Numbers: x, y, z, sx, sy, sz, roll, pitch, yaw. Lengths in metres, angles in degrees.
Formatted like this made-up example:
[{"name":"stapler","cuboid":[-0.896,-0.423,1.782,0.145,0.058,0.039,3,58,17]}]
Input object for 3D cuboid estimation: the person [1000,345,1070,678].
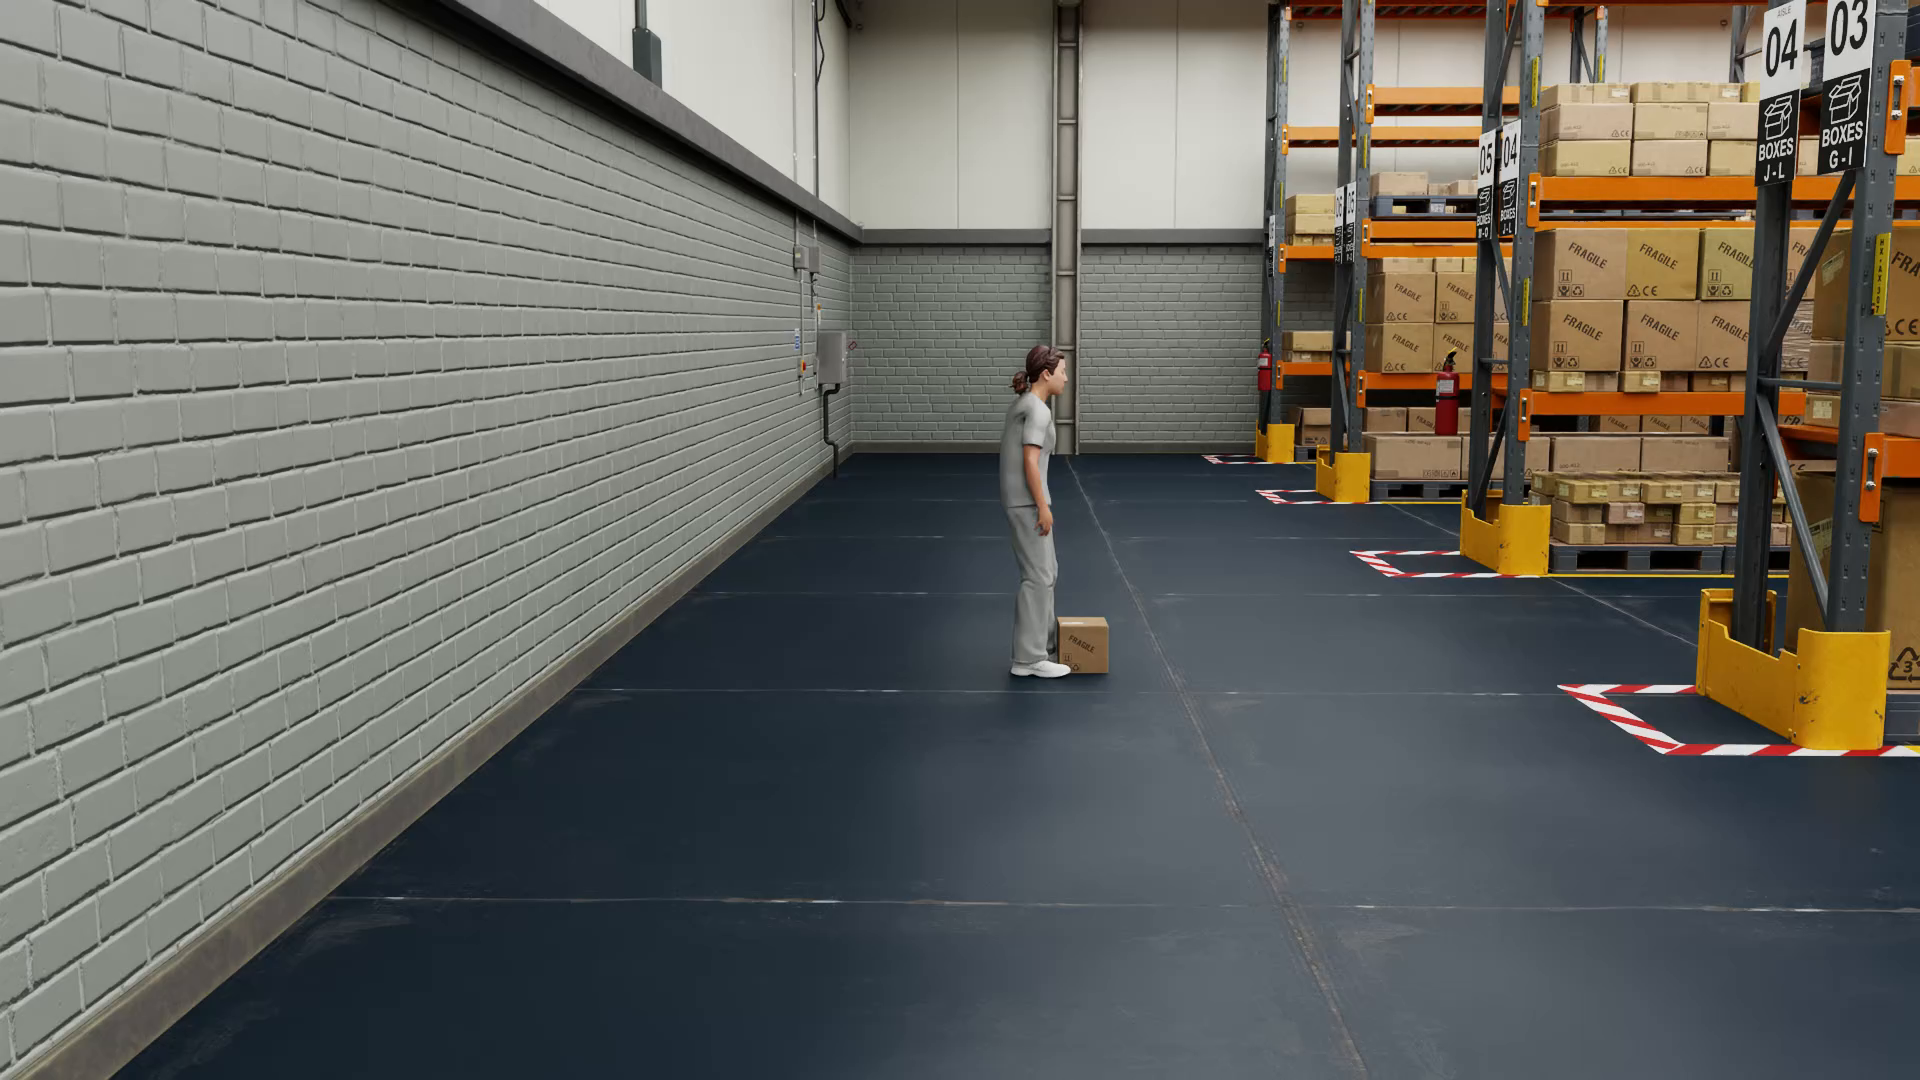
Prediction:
[{"name":"person","cuboid":[0.412,-0.160,8.533,0.416,1.671,0.514,0,7,-2]}]
